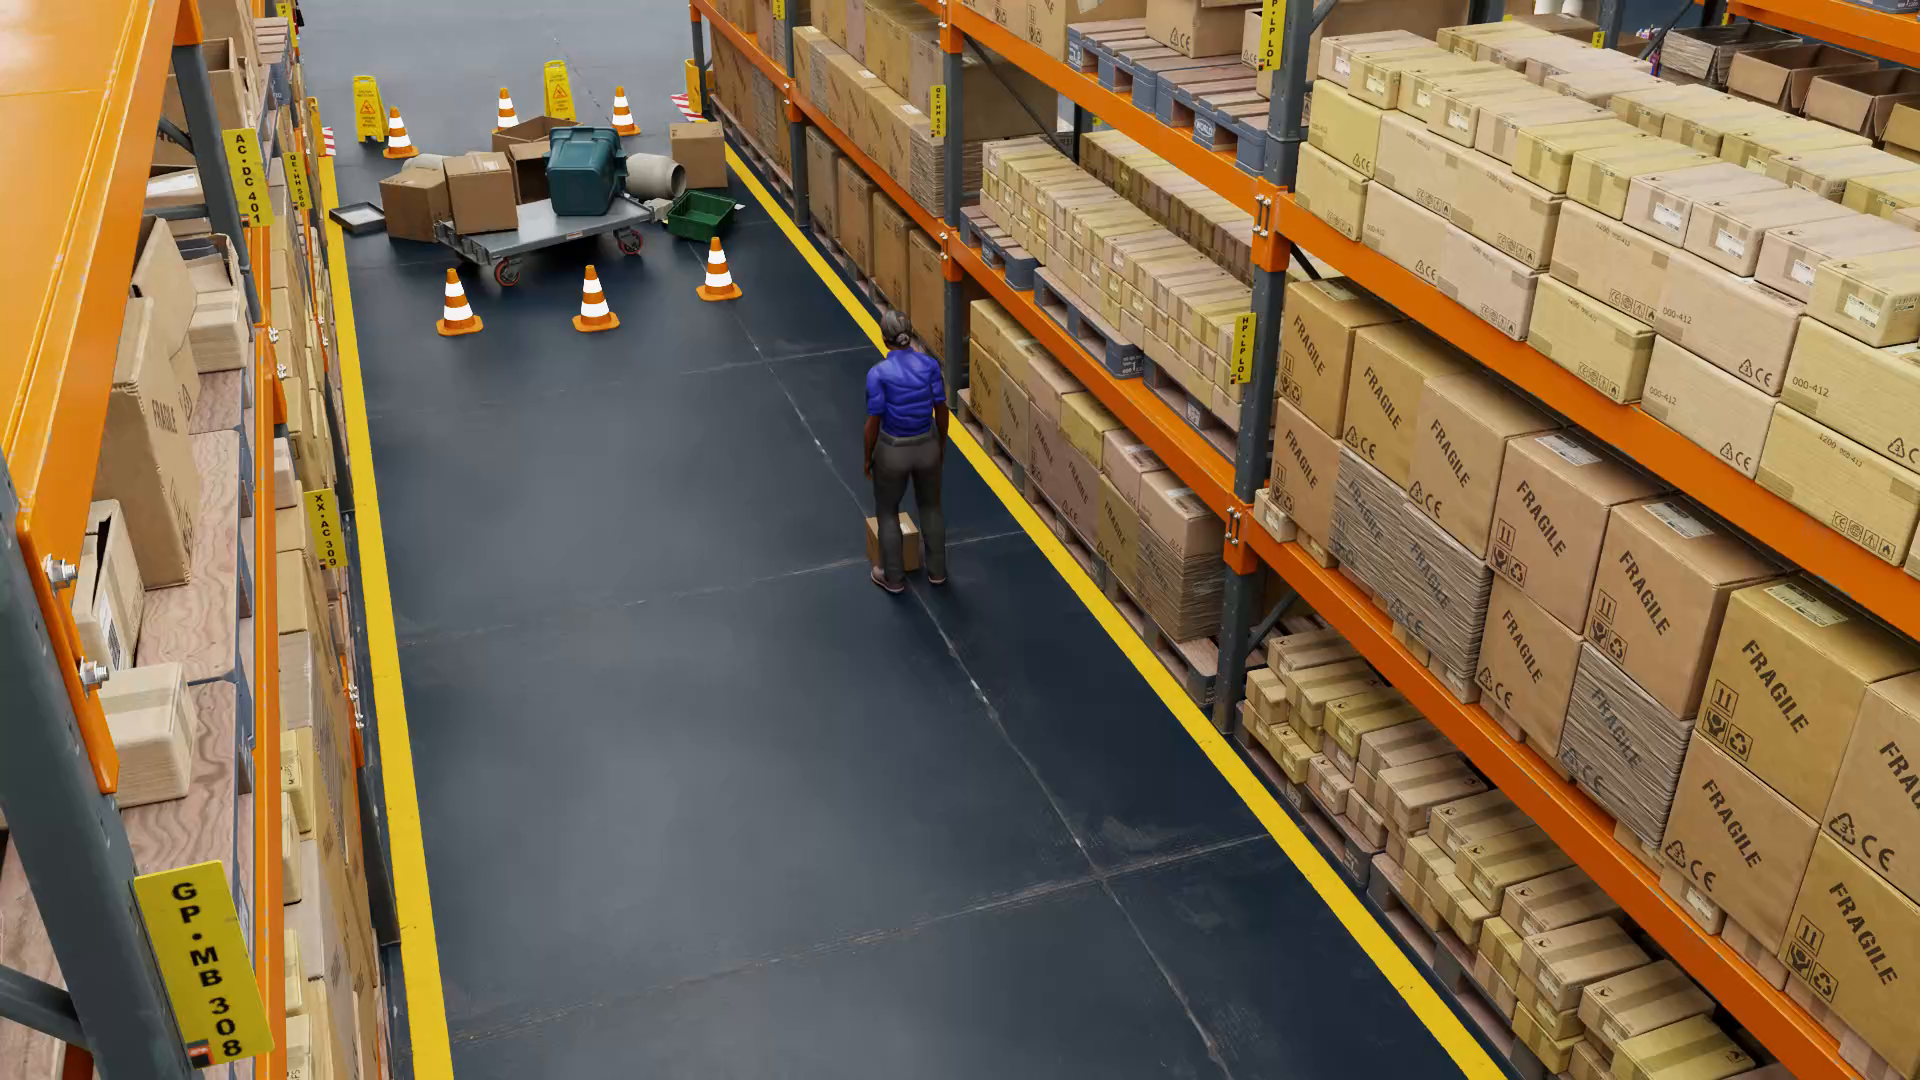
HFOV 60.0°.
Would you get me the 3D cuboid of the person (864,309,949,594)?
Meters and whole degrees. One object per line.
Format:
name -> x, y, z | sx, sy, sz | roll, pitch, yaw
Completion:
person -> -0.294, -0.477, 9.169 | 0.506, 1.654, 0.346 | -12, 32, -19
